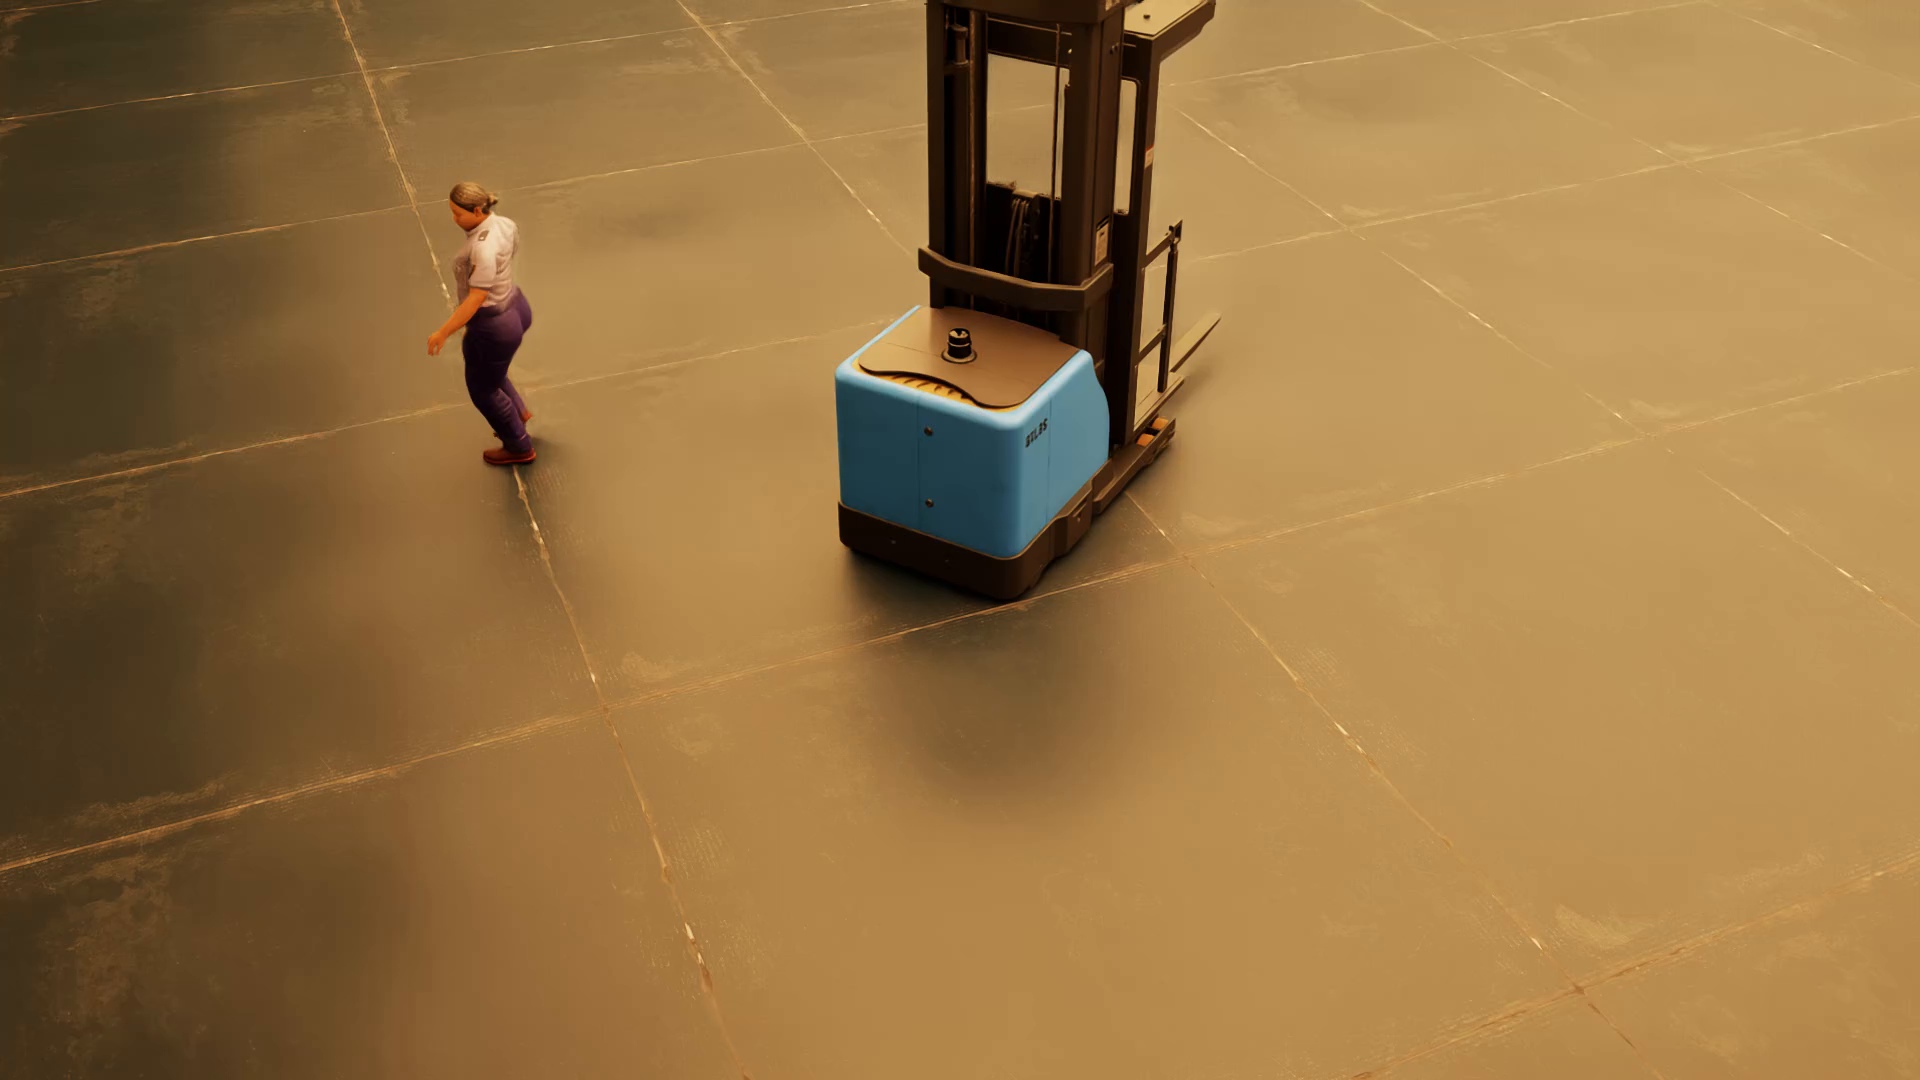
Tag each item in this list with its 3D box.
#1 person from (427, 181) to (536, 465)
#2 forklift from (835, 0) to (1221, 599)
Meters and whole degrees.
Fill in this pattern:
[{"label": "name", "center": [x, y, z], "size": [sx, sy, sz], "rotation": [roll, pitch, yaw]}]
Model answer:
[{"label": "person", "center": [-2.533, -1.122, 8.841], "size": [0.465, 1.661, 0.796], "rotation": [4, 36, 5]}, {"label": "forklift", "center": [0.555, -1.738, 8.542], "size": [1.130, 2.935, 3.031], "rotation": [18, 39, 24]}]
